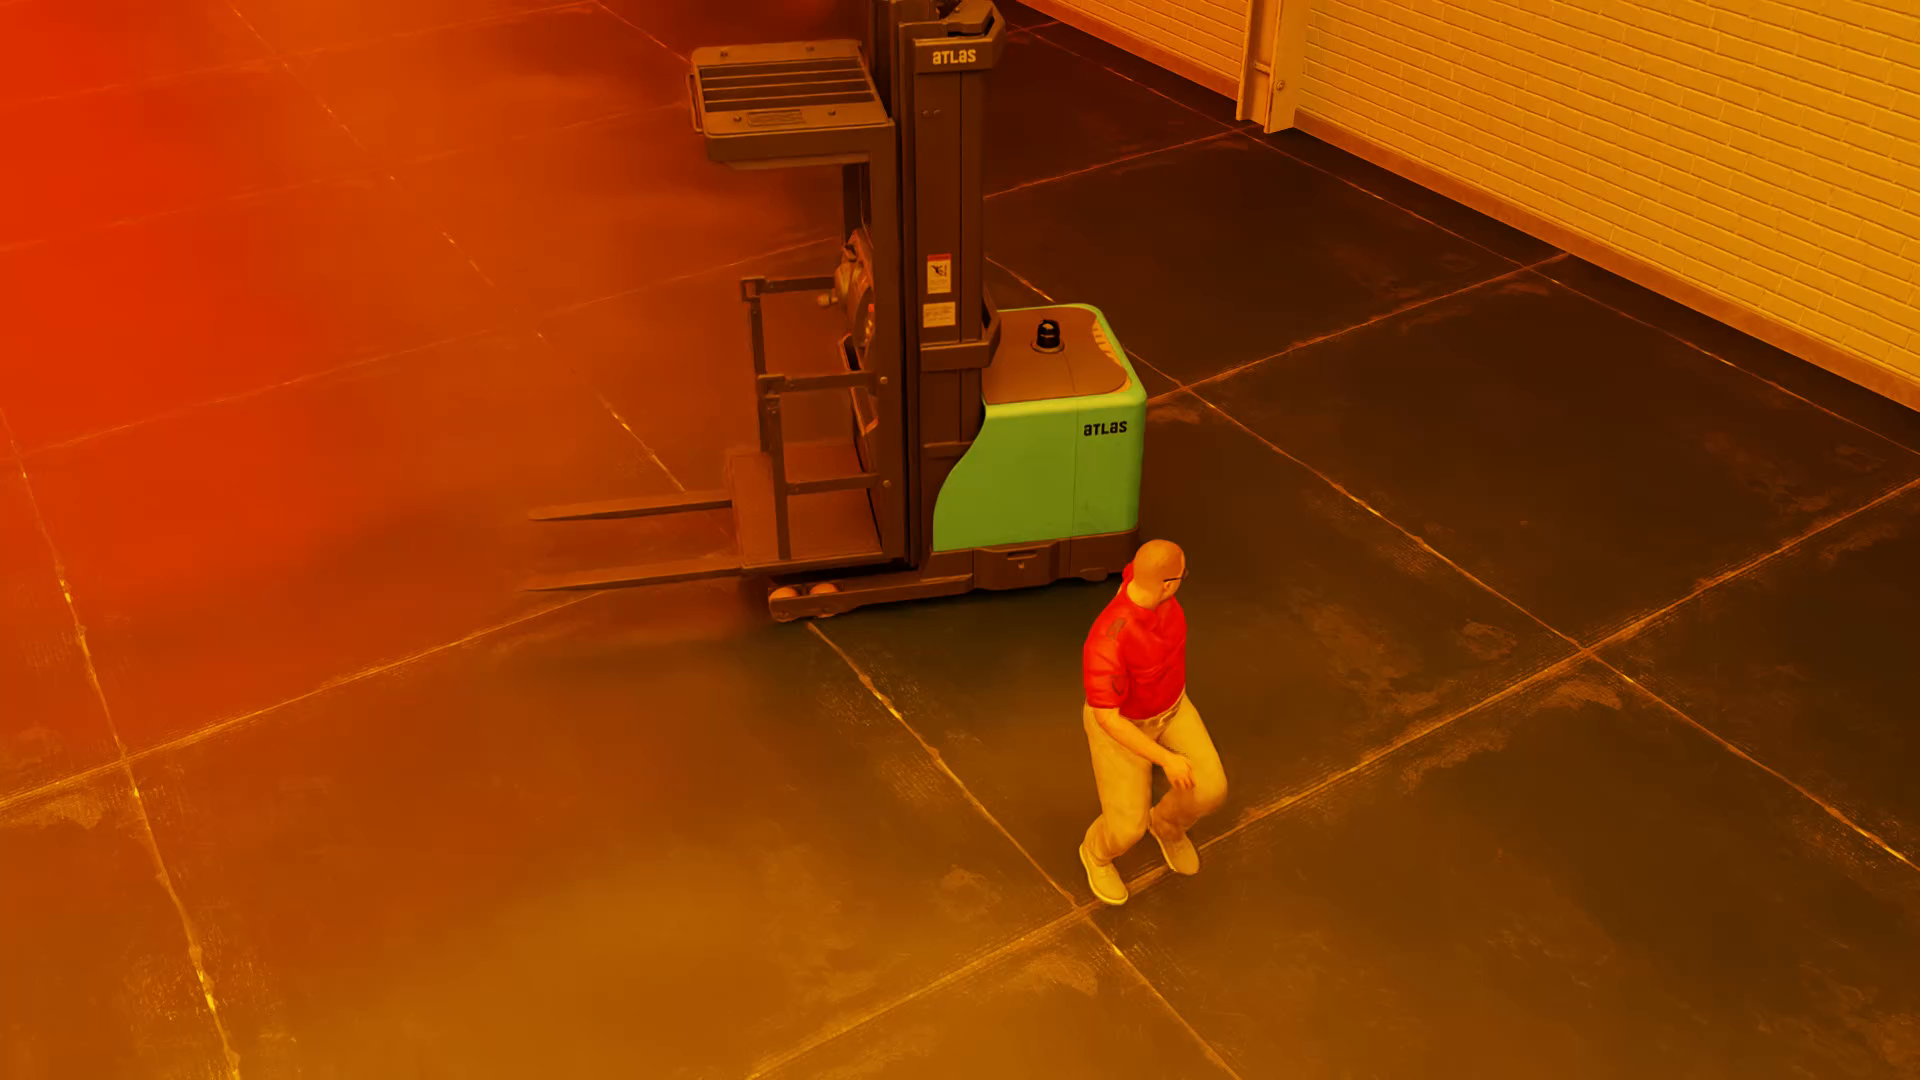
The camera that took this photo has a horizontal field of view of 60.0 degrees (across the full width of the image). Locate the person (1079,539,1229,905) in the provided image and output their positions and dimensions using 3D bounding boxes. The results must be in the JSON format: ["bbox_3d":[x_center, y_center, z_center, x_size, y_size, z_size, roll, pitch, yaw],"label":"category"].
[{"bbox_3d":[0.698,0.689,6.317,0.723,1.691,0.733,-26,43,-32],"label":"person"}]

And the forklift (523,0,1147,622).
[{"bbox_3d":[-0.667,-1.128,7.753,3.031,2.935,1.130,-6,36,-9],"label":"forklift"}]
